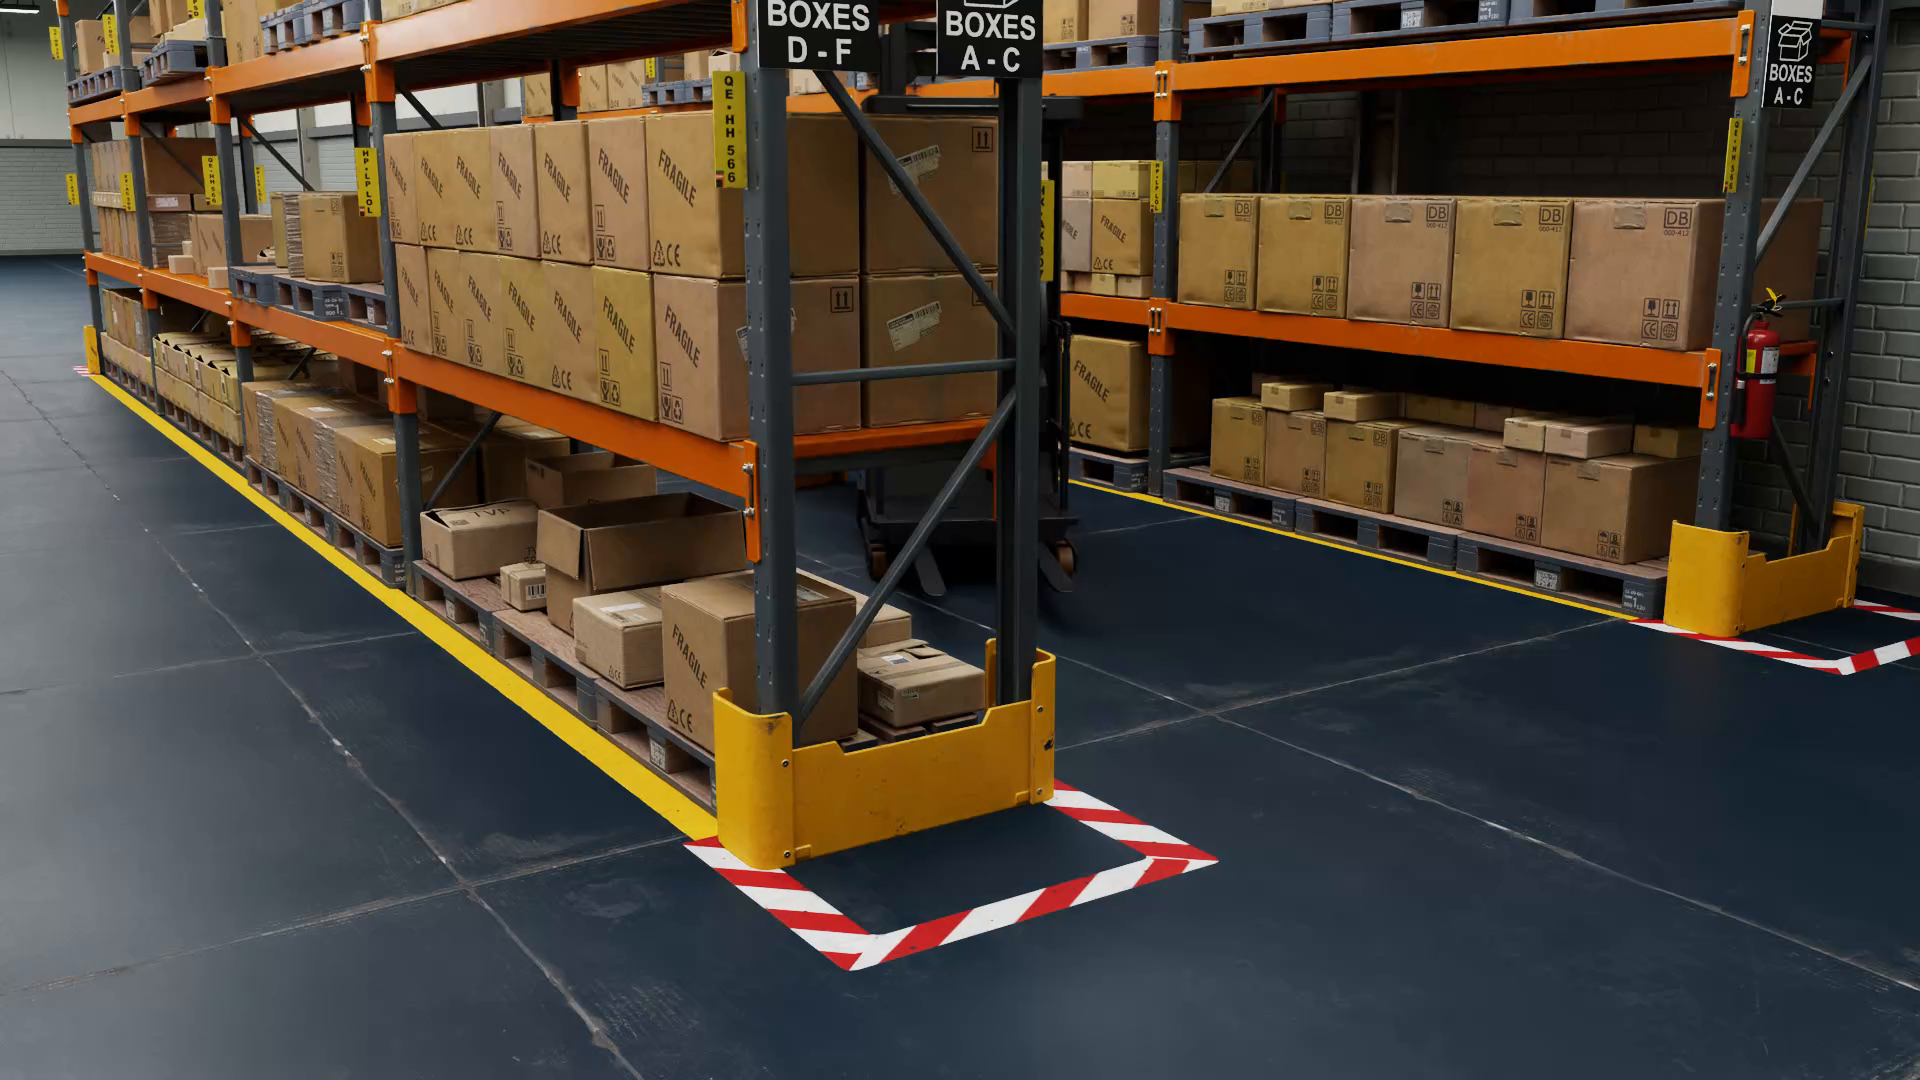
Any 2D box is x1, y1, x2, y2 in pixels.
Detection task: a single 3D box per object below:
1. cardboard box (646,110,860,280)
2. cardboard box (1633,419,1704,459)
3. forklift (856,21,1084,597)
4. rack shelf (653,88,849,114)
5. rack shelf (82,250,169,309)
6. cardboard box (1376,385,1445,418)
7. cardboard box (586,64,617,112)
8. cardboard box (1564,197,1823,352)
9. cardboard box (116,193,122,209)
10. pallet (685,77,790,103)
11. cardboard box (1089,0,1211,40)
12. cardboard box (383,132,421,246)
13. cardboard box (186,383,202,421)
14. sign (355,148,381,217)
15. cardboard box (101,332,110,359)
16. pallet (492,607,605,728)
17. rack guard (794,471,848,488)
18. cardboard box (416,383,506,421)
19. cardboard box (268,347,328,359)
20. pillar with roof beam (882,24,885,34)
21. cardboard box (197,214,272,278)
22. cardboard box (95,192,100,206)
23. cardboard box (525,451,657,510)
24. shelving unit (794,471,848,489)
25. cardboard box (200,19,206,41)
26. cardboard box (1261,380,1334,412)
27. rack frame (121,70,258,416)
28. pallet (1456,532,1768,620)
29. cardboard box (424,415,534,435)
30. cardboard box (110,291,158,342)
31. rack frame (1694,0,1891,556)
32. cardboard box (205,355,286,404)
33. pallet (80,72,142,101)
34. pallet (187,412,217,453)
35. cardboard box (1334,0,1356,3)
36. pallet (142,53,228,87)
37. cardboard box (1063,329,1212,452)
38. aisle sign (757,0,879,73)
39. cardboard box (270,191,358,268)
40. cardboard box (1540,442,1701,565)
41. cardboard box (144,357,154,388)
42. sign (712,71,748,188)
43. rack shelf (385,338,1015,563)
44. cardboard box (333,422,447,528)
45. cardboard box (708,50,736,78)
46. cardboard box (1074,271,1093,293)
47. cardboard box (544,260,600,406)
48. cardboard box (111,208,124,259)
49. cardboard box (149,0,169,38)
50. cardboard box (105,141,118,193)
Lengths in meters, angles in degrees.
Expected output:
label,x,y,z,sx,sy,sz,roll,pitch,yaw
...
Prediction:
label,x,y,z,sx,sy,sz,roll,pitch,yaw
cardboard box,-0.663,-1.104,5.313,0.500,0.500,0.500,-8,15,-33
cardboard box,3.699,-0.522,8.576,0.380,0.149,0.250,-8,15,-32
forklift,0.038,-1.287,8.884,1.130,2.935,3.031,-1,12,-6
rack shelf,-1.606,-3.999,15.791,1.077,0.370,4.000,-8,15,-33
rack shelf,-7.944,-2.658,16.680,1.077,0.370,4.000,-8,15,-33
cardboard box,2.711,-0.838,10.022,0.380,0.149,0.250,-8,15,-32
cardboard box,-3.808,-5.011,18.453,0.500,0.500,0.500,-9,15,-35
cardboard box,3.643,-1.343,8.279,0.980,0.700,0.700,-7,14,-30
cardboard box,-8.017,-3.316,16.250,0.380,0.149,0.250,-8,14,-31
pallet,-1.884,-4.308,15.959,1.213,0.211,1.003,-8,15,-33
cardboard box,1.322,-3.717,11.552,0.700,0.500,0.500,-9,15,-36
cardboard box,-2.377,-1.651,7.817,0.500,0.500,0.500,-8,14,-31
cardboard box,-5.966,-1.141,13.513,0.500,0.250,0.500,-8,15,-32
sign,-2.864,-1.730,8.043,0.100,0.325,0.005,-8,15,-33
cardboard box,-8.940,-2.106,17.922,0.500,0.250,0.500,-8,15,-33
pallet,-1.344,0.471,7.216,1.003,0.211,1.213,-8,15,-33
rack guard,-1.021,-0.494,11.533,0.587,0.250,0.087,-12,17,-42
cardboard box,-3.023,-0.884,9.949,0.500,0.250,0.500,-8,15,-33
cardboard box,-5.244,-1.390,13.336,0.500,0.311,0.500,-9,15,-34
pillar with roof beam,-4.082,-5.284,12.962,9.100,9.000,0.400,-8,15,-33
cardboard box,-5.855,-2.382,13.497,0.500,0.500,0.500,-8,15,-33
cardboard box,-8.866,-3.589,17.501,0.380,0.149,0.250,-9,15,-34
cardboard box,-1.852,-0.157,8.381,0.500,0.500,0.500,-8,15,-33
shelving unit,-0.676,-1.028,11.048,0.587,1.500,1.083,-12,17,-42
cardboard box,-5.224,-3.705,12.129,0.500,0.250,0.500,-8,14,-31
cardboard box,2.085,-0.891,10.267,0.380,0.149,0.250,-8,14,-31
rack frame,-6.836,-2.654,14.976,1.000,3.000,0.127,-8,15,-33
pallet,3.426,0.123,8.807,1.003,0.211,1.213,-8,15,-33
cardboard box,-2.774,-0.433,9.643,0.500,0.500,0.500,-8,15,-32
cardboard box,-8.374,-2.296,17.037,0.500,0.500,0.500,-8,15,-33
rack frame,3.934,-1.107,7.902,1.000,3.000,0.127,-8,15,-33
cardboard box,-5.408,-1.234,12.624,0.500,0.311,0.500,-8,15,-34
pallet,-8.002,-4.441,16.336,1.003,0.211,1.213,-8,15,-33
pallet,-5.715,-0.948,13.703,1.003,0.211,1.213,-8,15,-33
cardboard box,2.442,-3.127,9.255,0.500,0.250,0.500,-9,15,-34
pallet,-5.692,-3.624,12.835,1.003,0.211,1.213,-7,14,-30
cardboard box,1.250,-1.073,11.798,0.750,0.750,0.750,-8,15,-32
aisle sign,-0.405,-1.741,4.718,0.394,0.787,0.004,-8,15,-33
cardboard box,-4.177,-2.098,11.217,0.500,0.500,0.700,9,15,36
cardboard box,3.463,-0.203,8.639,0.700,0.500,0.500,-8,15,-33
cardboard box,-7.275,-1.572,15.484,0.500,0.250,0.500,-8,15,-33
sign,-0.661,-1.178,4.776,0.100,0.325,0.005,-8,15,-33
rack shelf,-1.296,-0.524,6.921,1.077,0.370,4.000,-8,15,-33
cardboard box,-3.183,-0.368,9.343,0.500,0.500,0.500,-8,15,-33
cardboard box,-2.137,-4.652,16.316,0.500,0.311,0.500,-8,14,-31
cardboard box,1.030,-1.825,11.728,0.380,0.149,0.250,-8,14,-31
cardboard box,-1.224,-0.797,6.252,0.500,0.500,0.500,-8,15,-32
cardboard box,-8.239,-3.148,17.001,0.700,0.500,0.500,-8,15,-32
cardboard box,-6.527,-4.503,14.024,0.500,0.500,0.500,-8,15,-32
cardboard box,-8.199,-3.772,16.816,0.700,0.500,0.500,-8,15,-33
